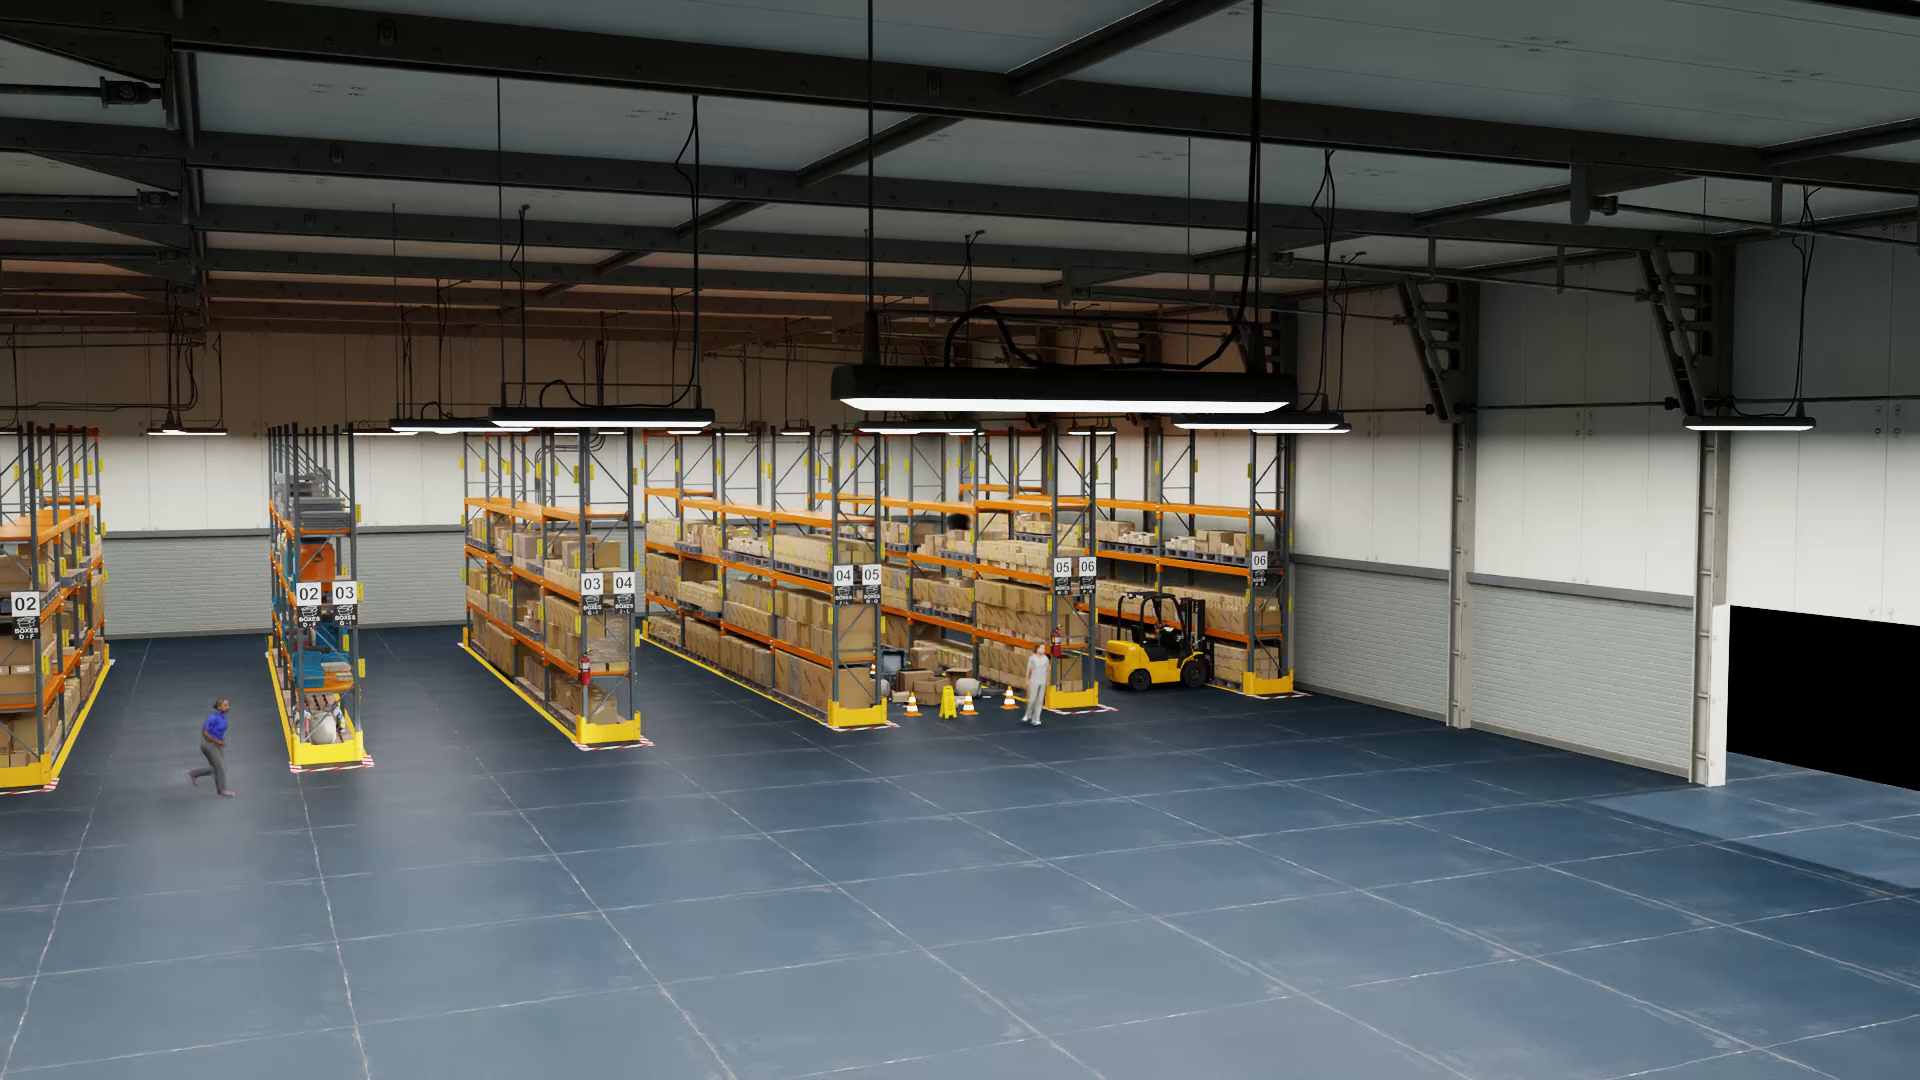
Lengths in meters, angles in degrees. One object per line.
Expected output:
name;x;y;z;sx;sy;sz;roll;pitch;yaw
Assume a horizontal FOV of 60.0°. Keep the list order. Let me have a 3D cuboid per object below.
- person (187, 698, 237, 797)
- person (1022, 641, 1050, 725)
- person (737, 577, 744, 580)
person;-11.978;3.309;26.481;0.773;1.609;0.565;0;4;5
person;1.510;2.853;33.195;0.542;1.662;0.439;-2;4;-25
person;-6.173;1.924;47.867;0.864;1.732;0.678;2;4;29
